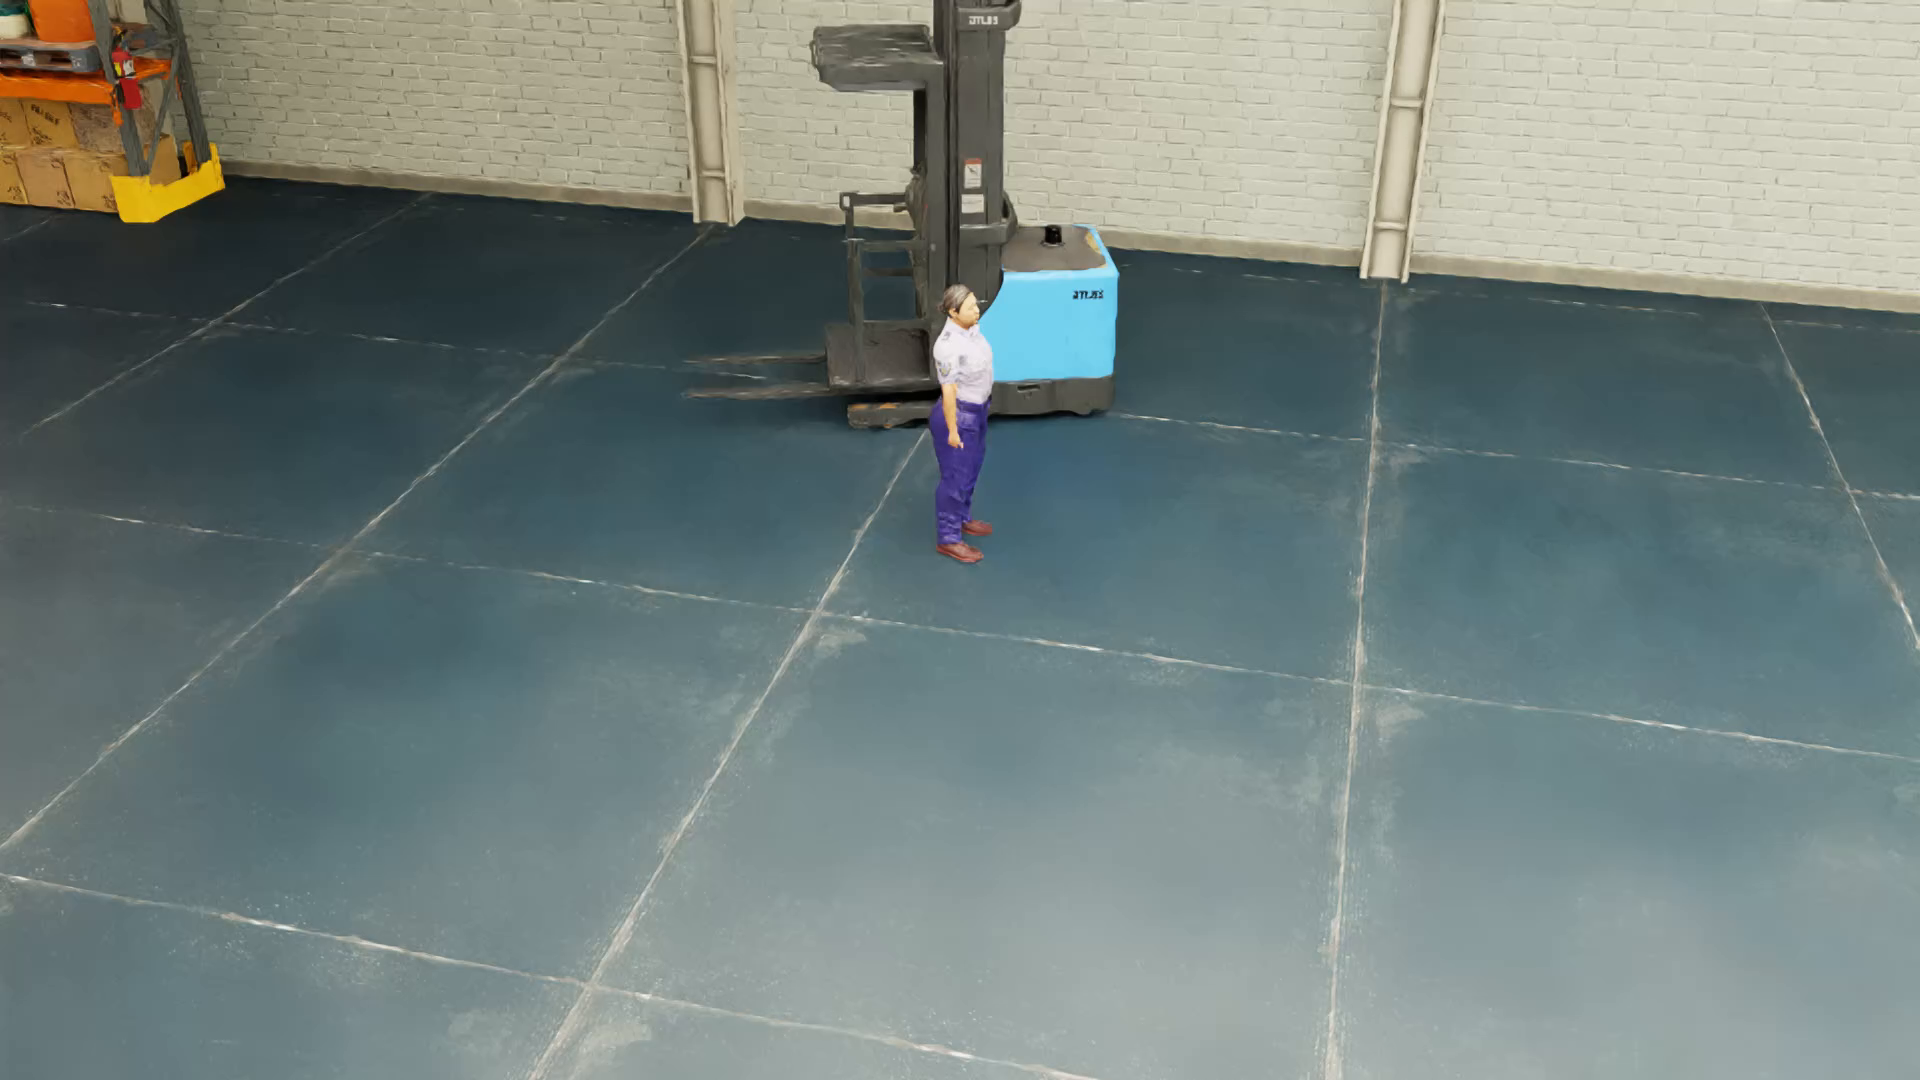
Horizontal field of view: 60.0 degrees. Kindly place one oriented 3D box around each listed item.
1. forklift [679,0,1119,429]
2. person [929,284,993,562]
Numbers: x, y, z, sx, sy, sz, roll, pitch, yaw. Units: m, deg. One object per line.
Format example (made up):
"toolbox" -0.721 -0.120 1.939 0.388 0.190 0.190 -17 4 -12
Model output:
"forklift" -0.466 -2.316 11.258 3.031 2.935 1.130 -3 30 -5
"person" 0.013 -0.709 9.728 0.349 1.652 0.480 7 30 12
